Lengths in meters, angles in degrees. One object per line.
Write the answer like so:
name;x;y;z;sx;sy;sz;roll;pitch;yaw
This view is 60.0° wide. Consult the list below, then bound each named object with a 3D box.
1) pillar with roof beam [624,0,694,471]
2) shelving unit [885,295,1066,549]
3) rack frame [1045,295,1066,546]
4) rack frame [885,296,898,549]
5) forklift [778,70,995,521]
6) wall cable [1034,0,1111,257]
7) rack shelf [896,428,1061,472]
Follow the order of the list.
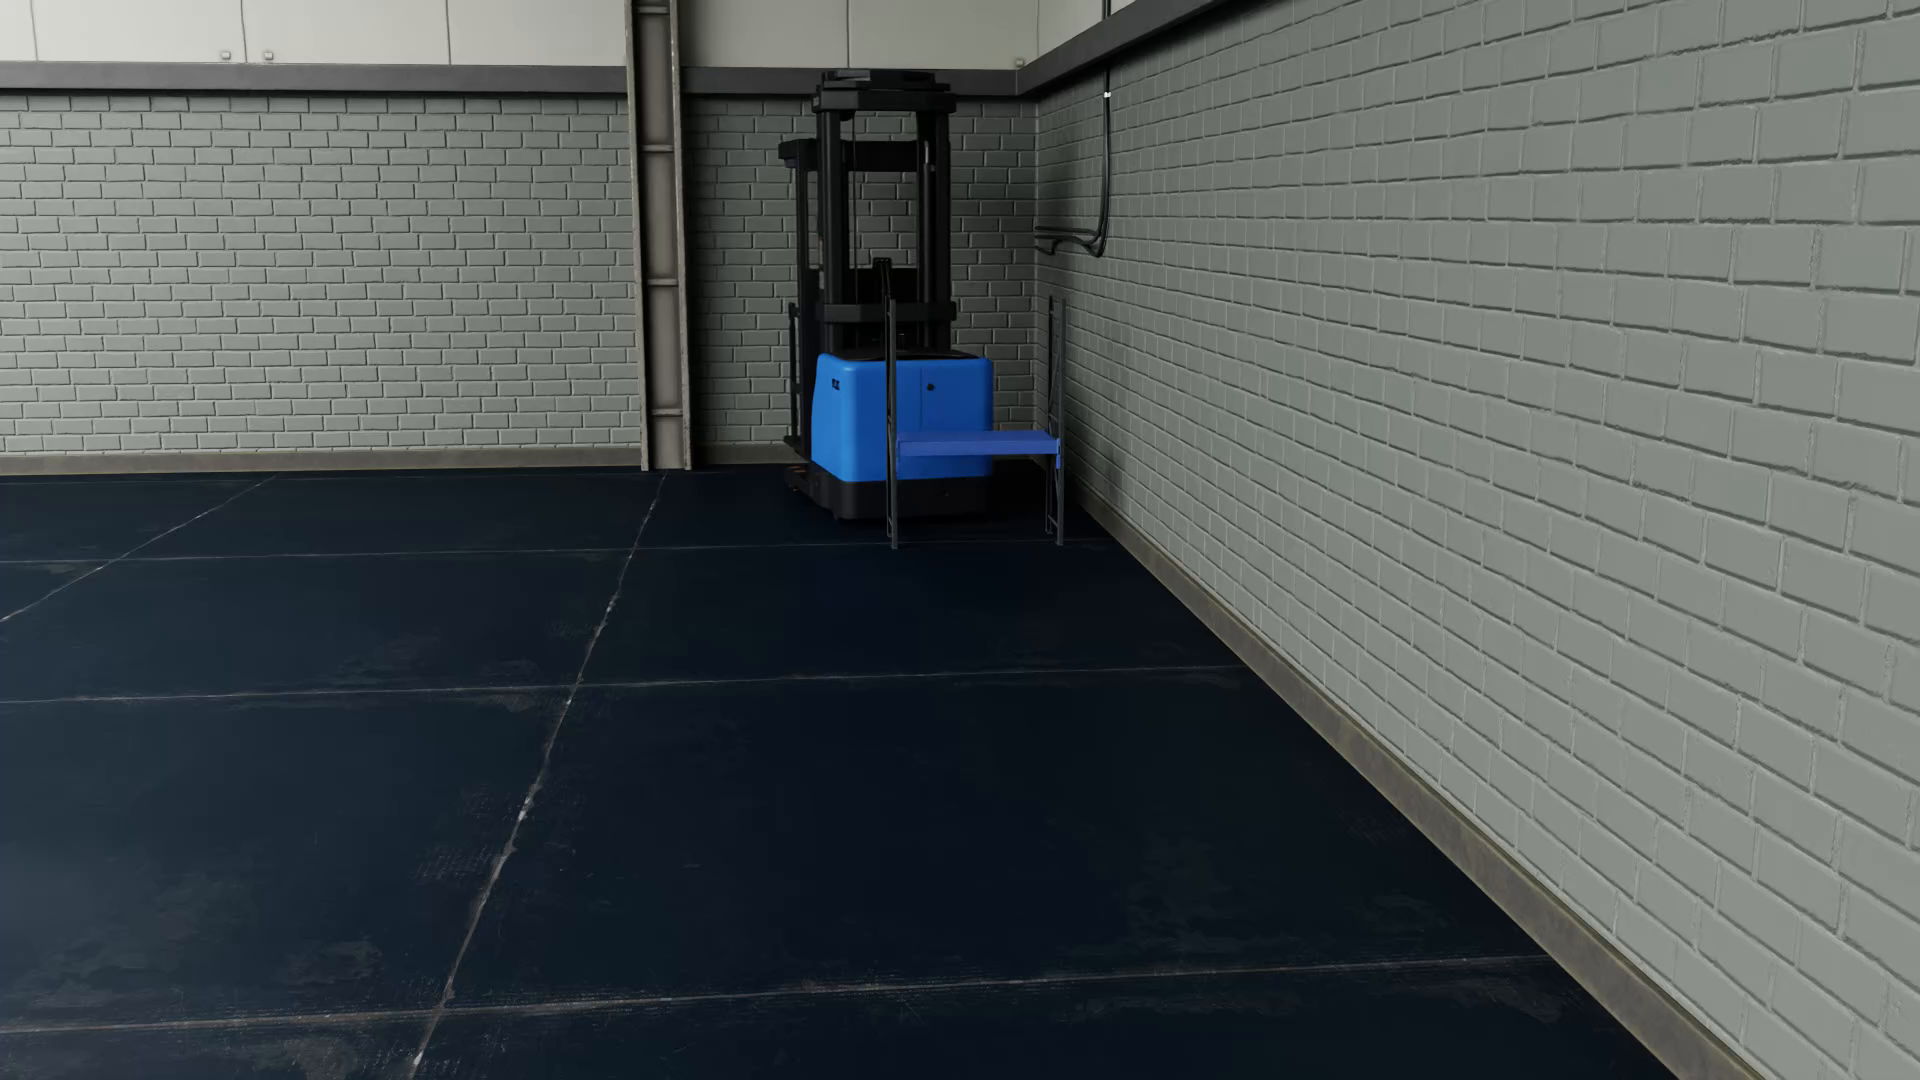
pillar with roof beam;-1.876;-4.174;8.270;0.400;9.000;9.100;-1;11;-6
shelving unit;0.085;-0.738;10.232;1.048;1.500;0.538;-1;11;-6
rack frame;0.590;-0.748;10.286;0.032;1.500;0.500;-1;11;-6
rack frame;-0.421;-0.727;10.178;0.032;1.500;0.500;-1;11;-6
forklift;-0.671;-1.803;11.944;1.130;2.935;3.031;-3;12;-16
wall cable;0.731;-3.283;11.791;0.112;2.526;3.097;-1;11;-6
rack shelf;0.085;-0.561;10.267;1.000;0.185;0.538;-1;11;-6
